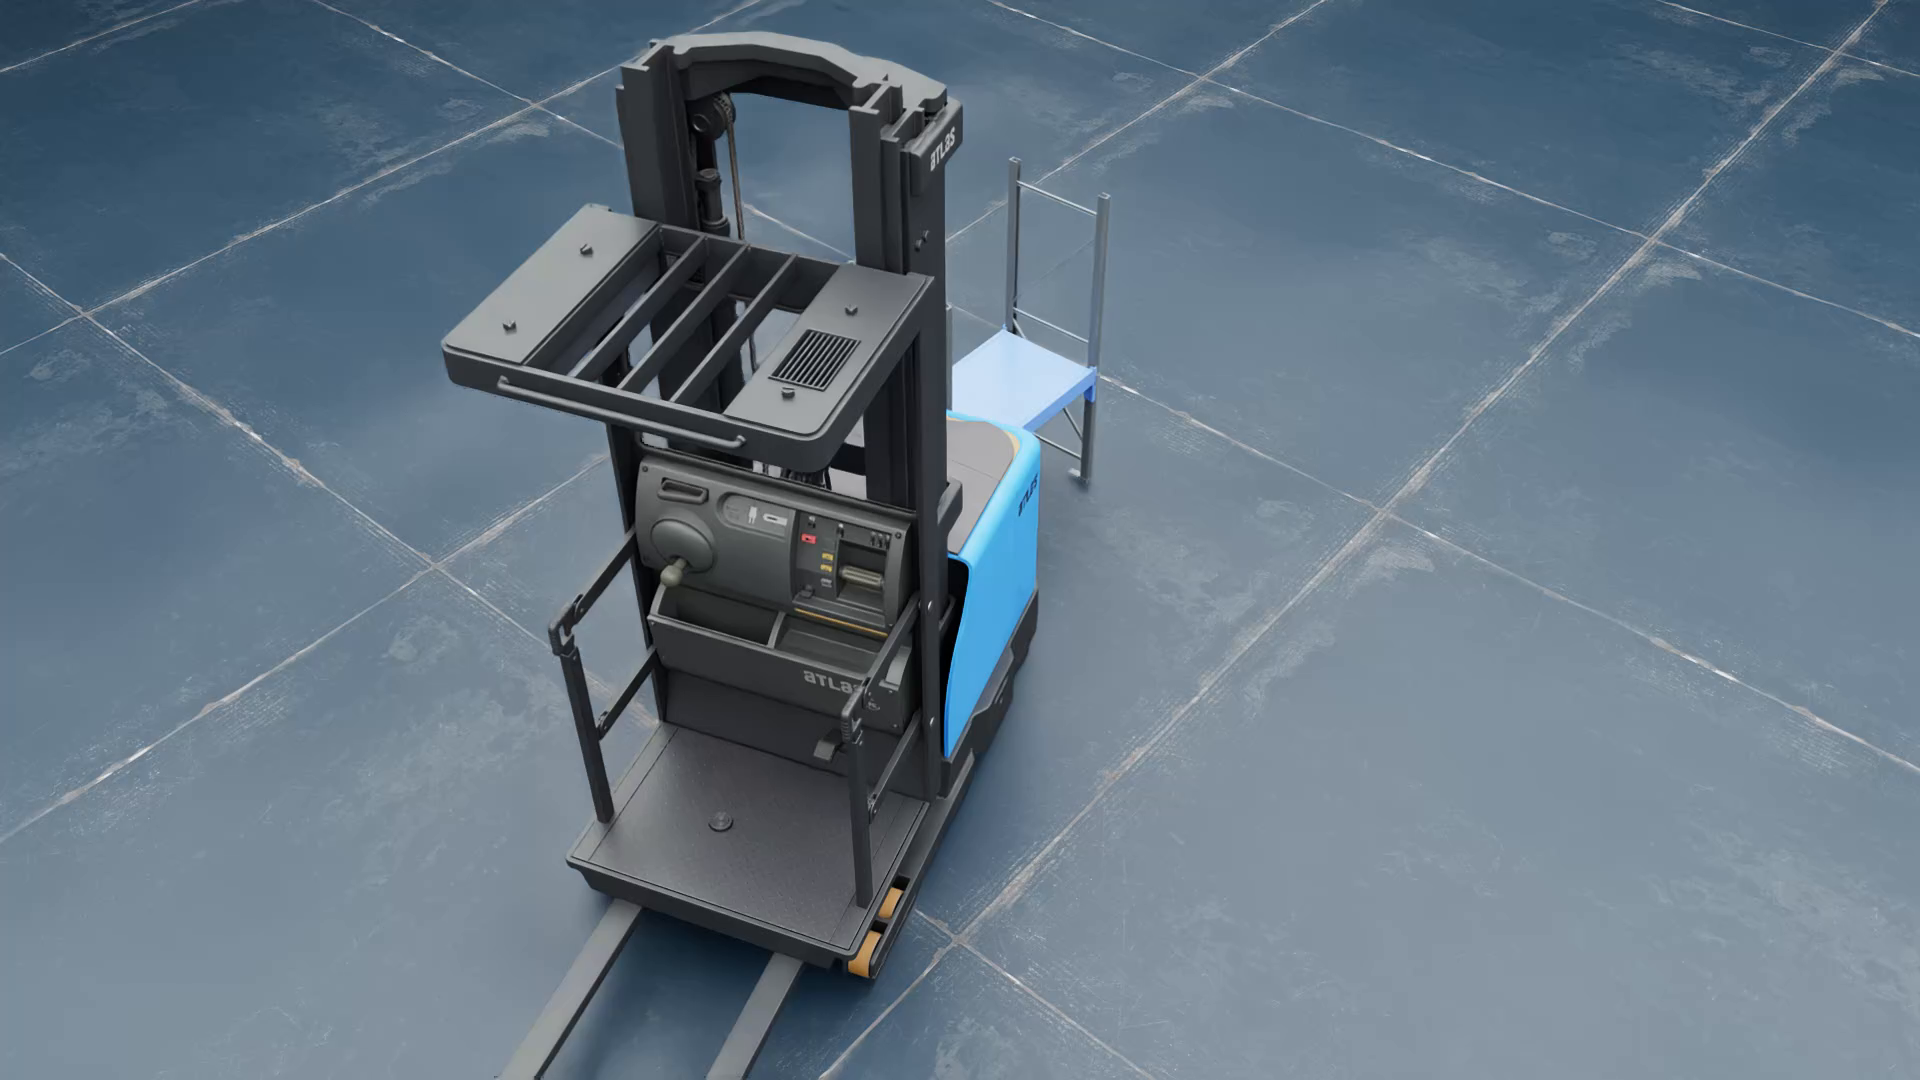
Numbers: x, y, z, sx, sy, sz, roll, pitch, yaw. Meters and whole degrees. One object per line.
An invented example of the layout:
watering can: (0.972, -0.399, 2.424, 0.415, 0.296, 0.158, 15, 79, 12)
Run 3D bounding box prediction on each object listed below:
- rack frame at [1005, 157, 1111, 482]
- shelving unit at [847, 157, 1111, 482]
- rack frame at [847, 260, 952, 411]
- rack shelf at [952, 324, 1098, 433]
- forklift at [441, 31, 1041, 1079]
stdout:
rack frame: (0.408, -0.938, 7.349, 0.500, 1.500, 0.032, 29, 49, 28)
shelving unit: (0.088, -0.672, 7.057, 0.538, 1.500, 1.048, 29, 49, 28)
rack frame: (-0.233, -0.406, 6.764, 0.500, 1.500, 0.032, 29, 49, 28)
rack shelf: (0.088, -0.539, 7.178, 0.538, 0.185, 1.000, 29, 49, 28)
forklift: (-0.684, 0.106, 5.137, 1.130, 2.935, 3.031, 15, 44, 15)
